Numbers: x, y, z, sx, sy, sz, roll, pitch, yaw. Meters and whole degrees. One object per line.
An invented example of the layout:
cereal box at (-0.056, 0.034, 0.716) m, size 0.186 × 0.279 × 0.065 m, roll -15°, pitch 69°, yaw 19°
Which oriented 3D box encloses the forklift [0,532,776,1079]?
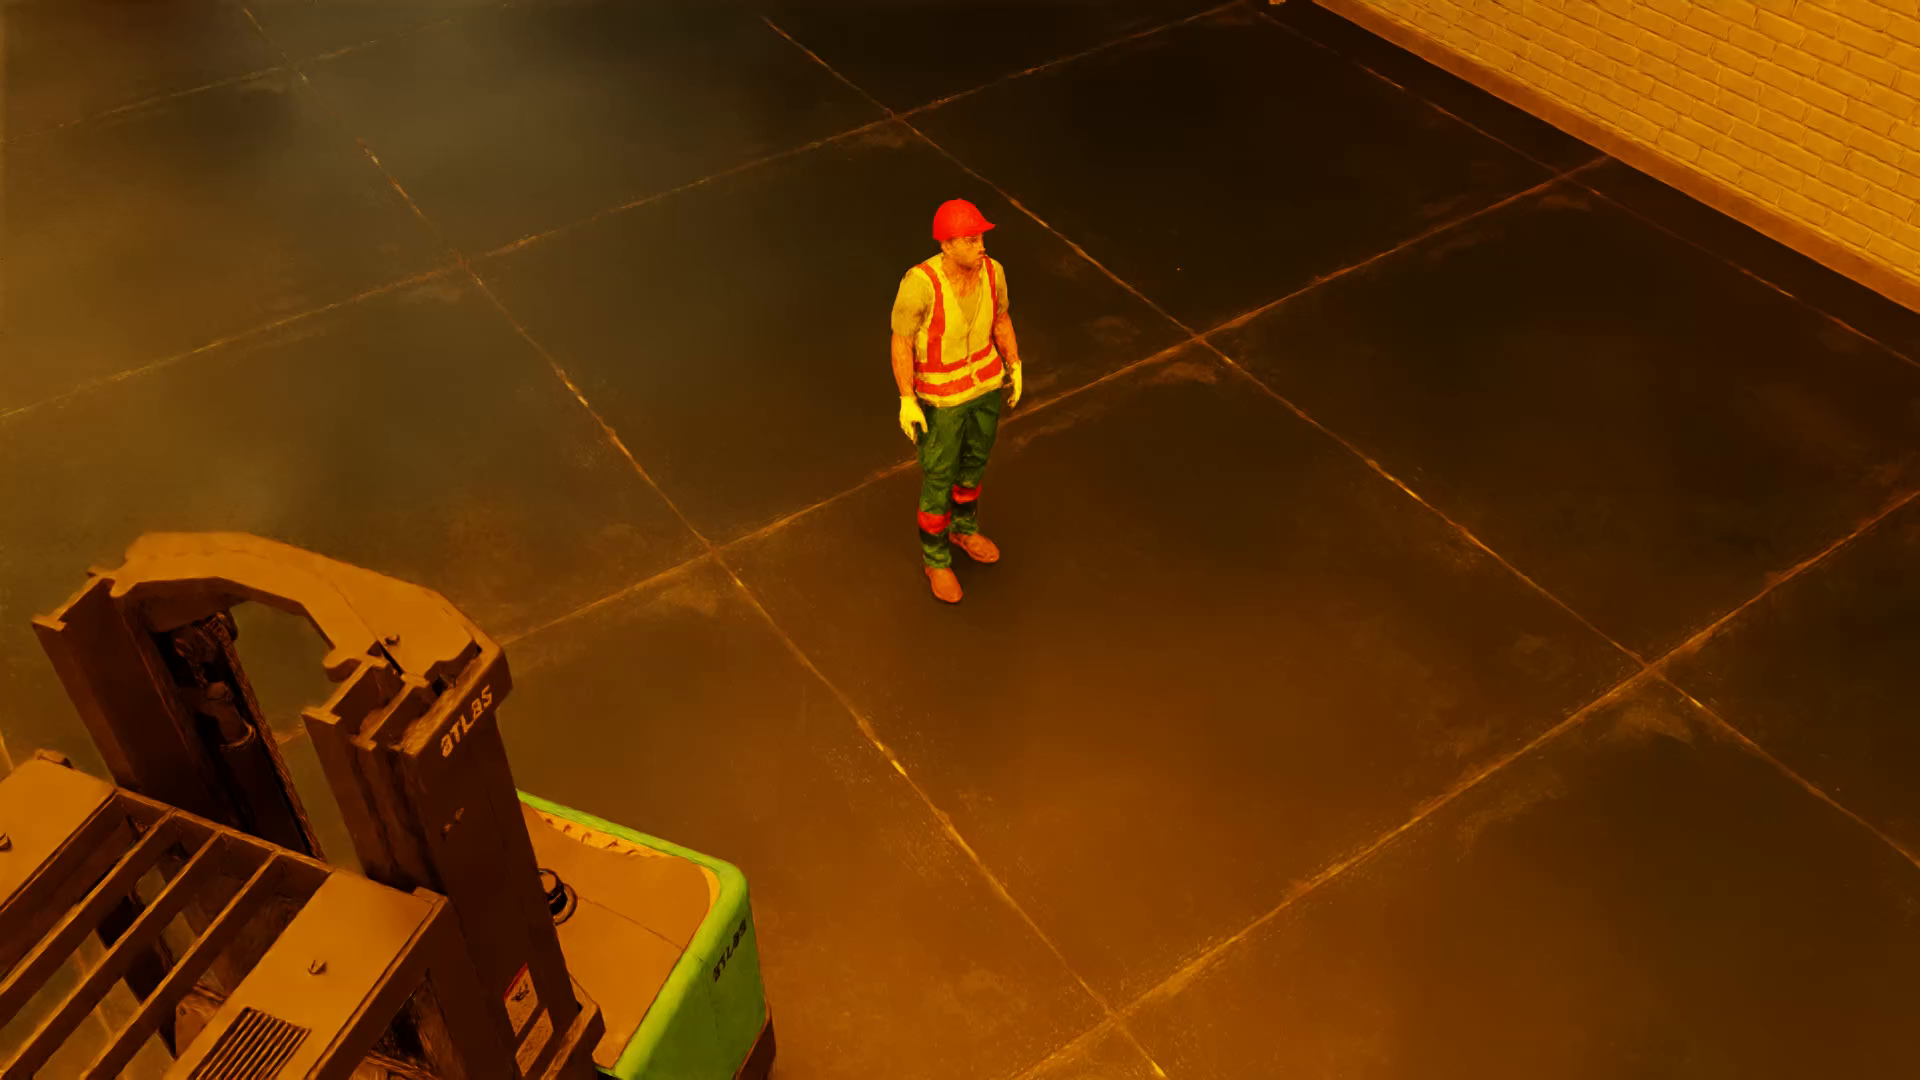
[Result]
forklift at (-1.664, 1.544, 4.040) m, size 1.130 × 2.935 × 3.031 m, roll 15°, pitch 45°, yaw 16°

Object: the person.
person at (0.037, -0.614, 7.214) m, size 0.637 × 1.787 × 0.563 m, roll -25°, pitch 48°, yaw -25°
